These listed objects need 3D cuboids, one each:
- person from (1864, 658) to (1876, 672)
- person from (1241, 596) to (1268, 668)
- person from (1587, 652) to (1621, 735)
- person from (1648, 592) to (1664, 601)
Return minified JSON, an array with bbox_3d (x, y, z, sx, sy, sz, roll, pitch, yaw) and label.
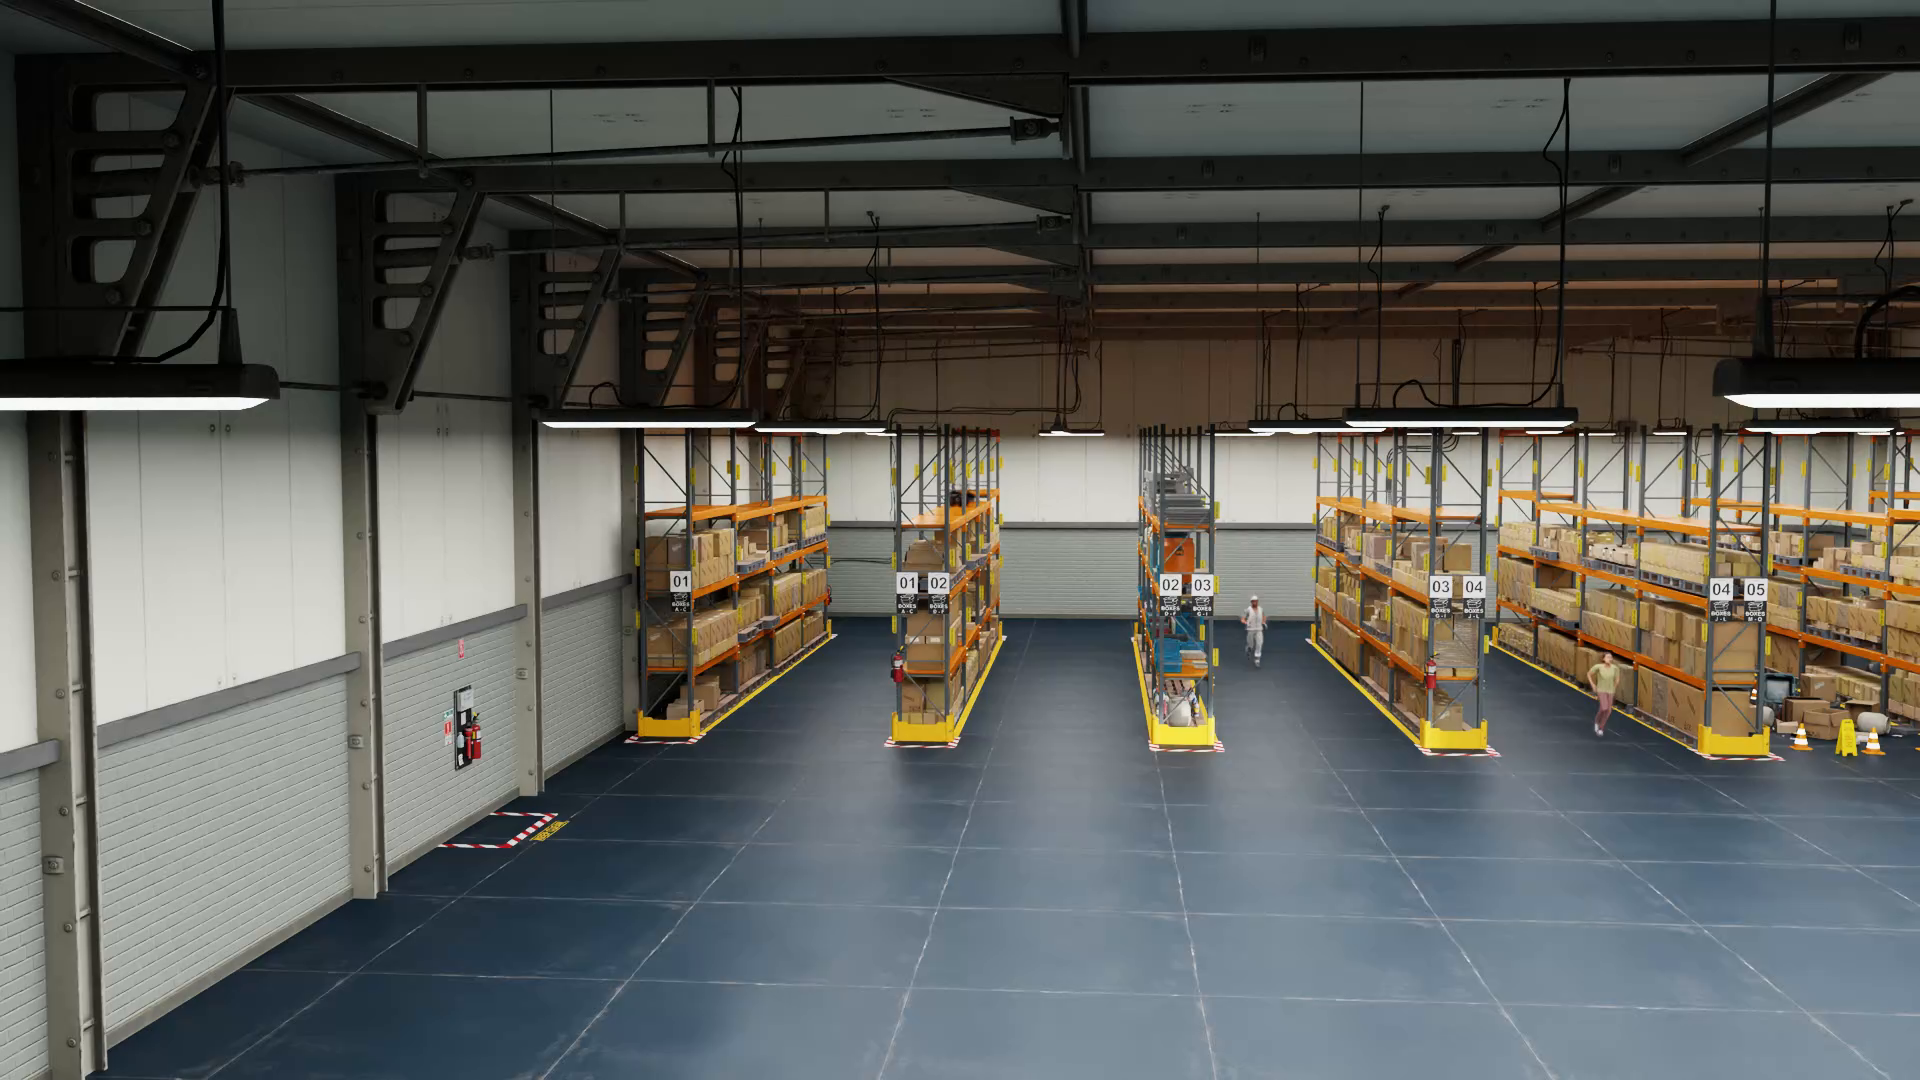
[{"bbox_3d":[22.377,2.400,40.780,0.648,1.679,0.597,0,3,-1],"label":"person"},{"bbox_3d":[7.409,2.288,41.884,0.645,1.767,0.904,0,3,-6],"label":"person"},{"bbox_3d":[12.426,2.952,32.003,0.580,1.627,0.591,0,3,-2],"label":"person"},{"bbox_3d":[19.624,1.996,47.015,0.620,1.732,0.678,0,3,5],"label":"person"}]
